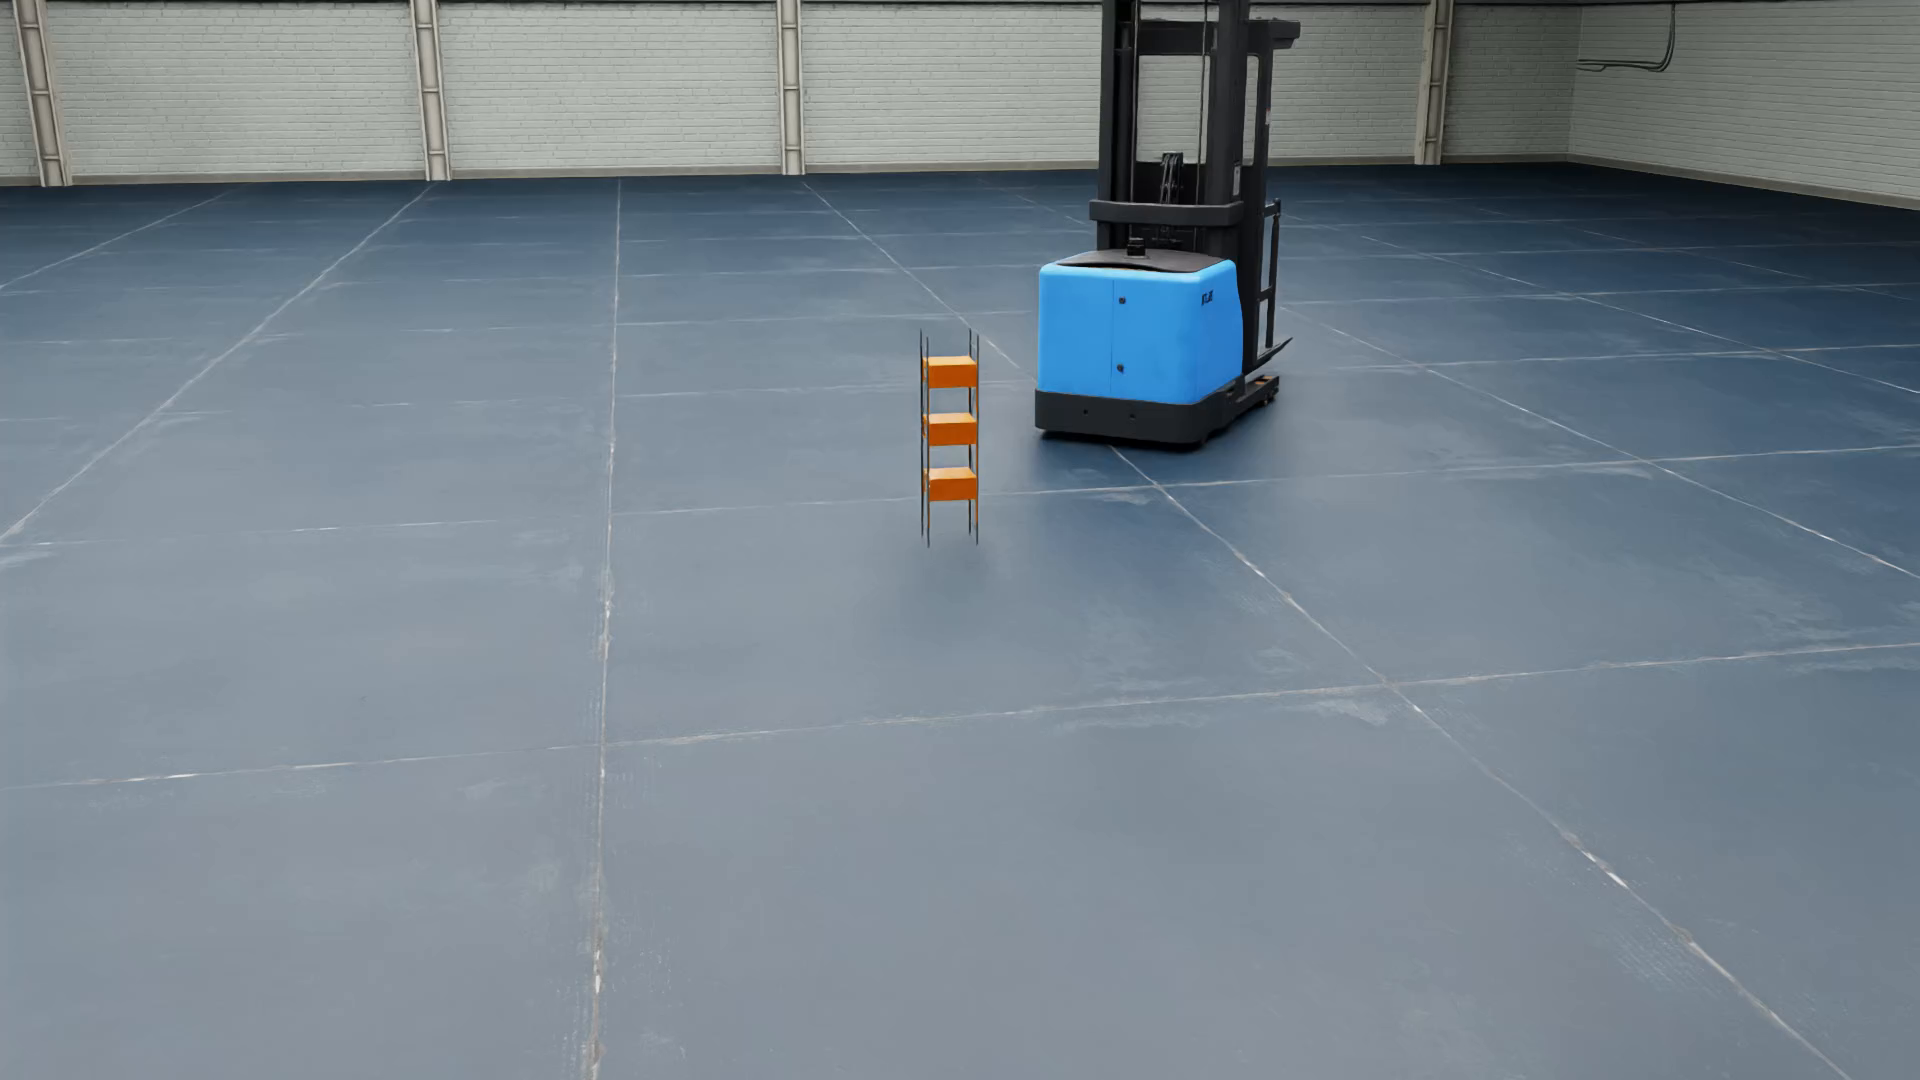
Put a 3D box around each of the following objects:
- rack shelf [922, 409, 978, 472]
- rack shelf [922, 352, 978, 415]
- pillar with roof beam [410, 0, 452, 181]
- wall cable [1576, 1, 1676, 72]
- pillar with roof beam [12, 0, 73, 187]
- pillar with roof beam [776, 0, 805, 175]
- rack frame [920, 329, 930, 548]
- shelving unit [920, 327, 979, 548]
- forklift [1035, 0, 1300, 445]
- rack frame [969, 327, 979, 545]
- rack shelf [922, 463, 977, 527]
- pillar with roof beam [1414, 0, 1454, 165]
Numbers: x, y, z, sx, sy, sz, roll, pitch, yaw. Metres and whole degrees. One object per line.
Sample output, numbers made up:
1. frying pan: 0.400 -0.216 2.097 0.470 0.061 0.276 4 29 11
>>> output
1. rack shelf: -0.053 -0.489 8.151 0.240 0.259 0.215 -3 17 -10
2. rack shelf: -0.053 -0.760 8.068 0.240 0.259 0.215 -3 17 -10
3. pillar with roof beam: -8.017 -9.175 22.856 0.400 9.000 9.100 -3 17 -10
4. wall cable: 11.983 -9.717 29.909 0.112 2.526 3.097 -3 17 -10
5. pillar with roof beam: -13.908 -8.840 21.768 0.400 9.000 9.100 -3 17 -10
6. pillar with roof beam: -2.126 -9.509 23.944 0.400 9.000 9.100 -3 17 -10
7. rack frame: -0.172 -0.492 8.126 0.008 1.050 0.200 -3 17 -10
8. shelving unit: -0.053 -0.499 8.148 0.252 1.050 0.215 -3 17 -10
9. forklift: 1.554 -2.365 11.018 1.130 2.935 3.031 8 19 24
10. rack frame: 0.067 -0.506 8.170 0.008 1.050 0.200 -3 17 -10
11. rack shelf: -0.053 -0.223 8.233 0.240 0.259 0.215 -3 17 -10
12. pillar with roof beam: 9.656 -10.177 26.120 0.400 9.000 9.100 -3 17 -10
